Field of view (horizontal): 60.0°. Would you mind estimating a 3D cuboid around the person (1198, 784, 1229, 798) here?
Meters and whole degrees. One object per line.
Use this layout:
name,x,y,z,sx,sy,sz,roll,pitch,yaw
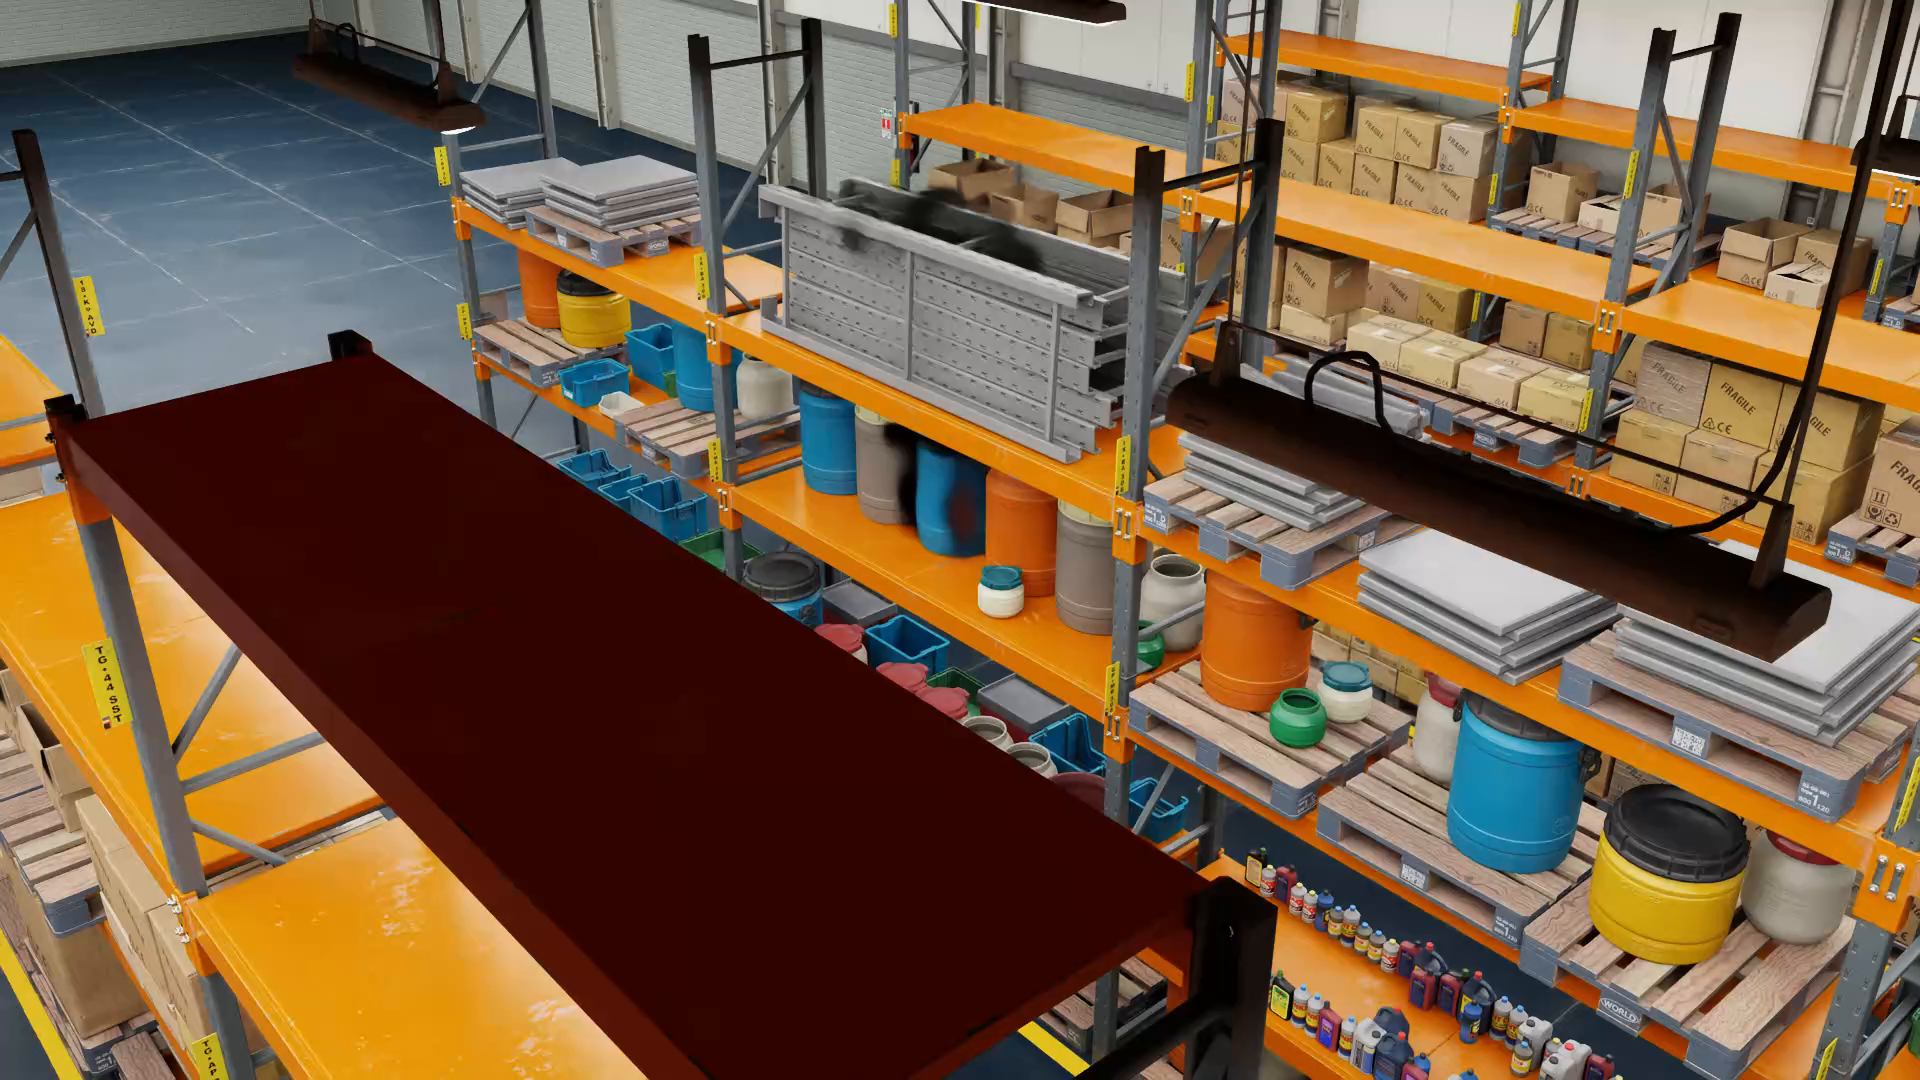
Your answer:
person,2.236,1.297,12.485,0.818,1.744,0.581,17,32,30
